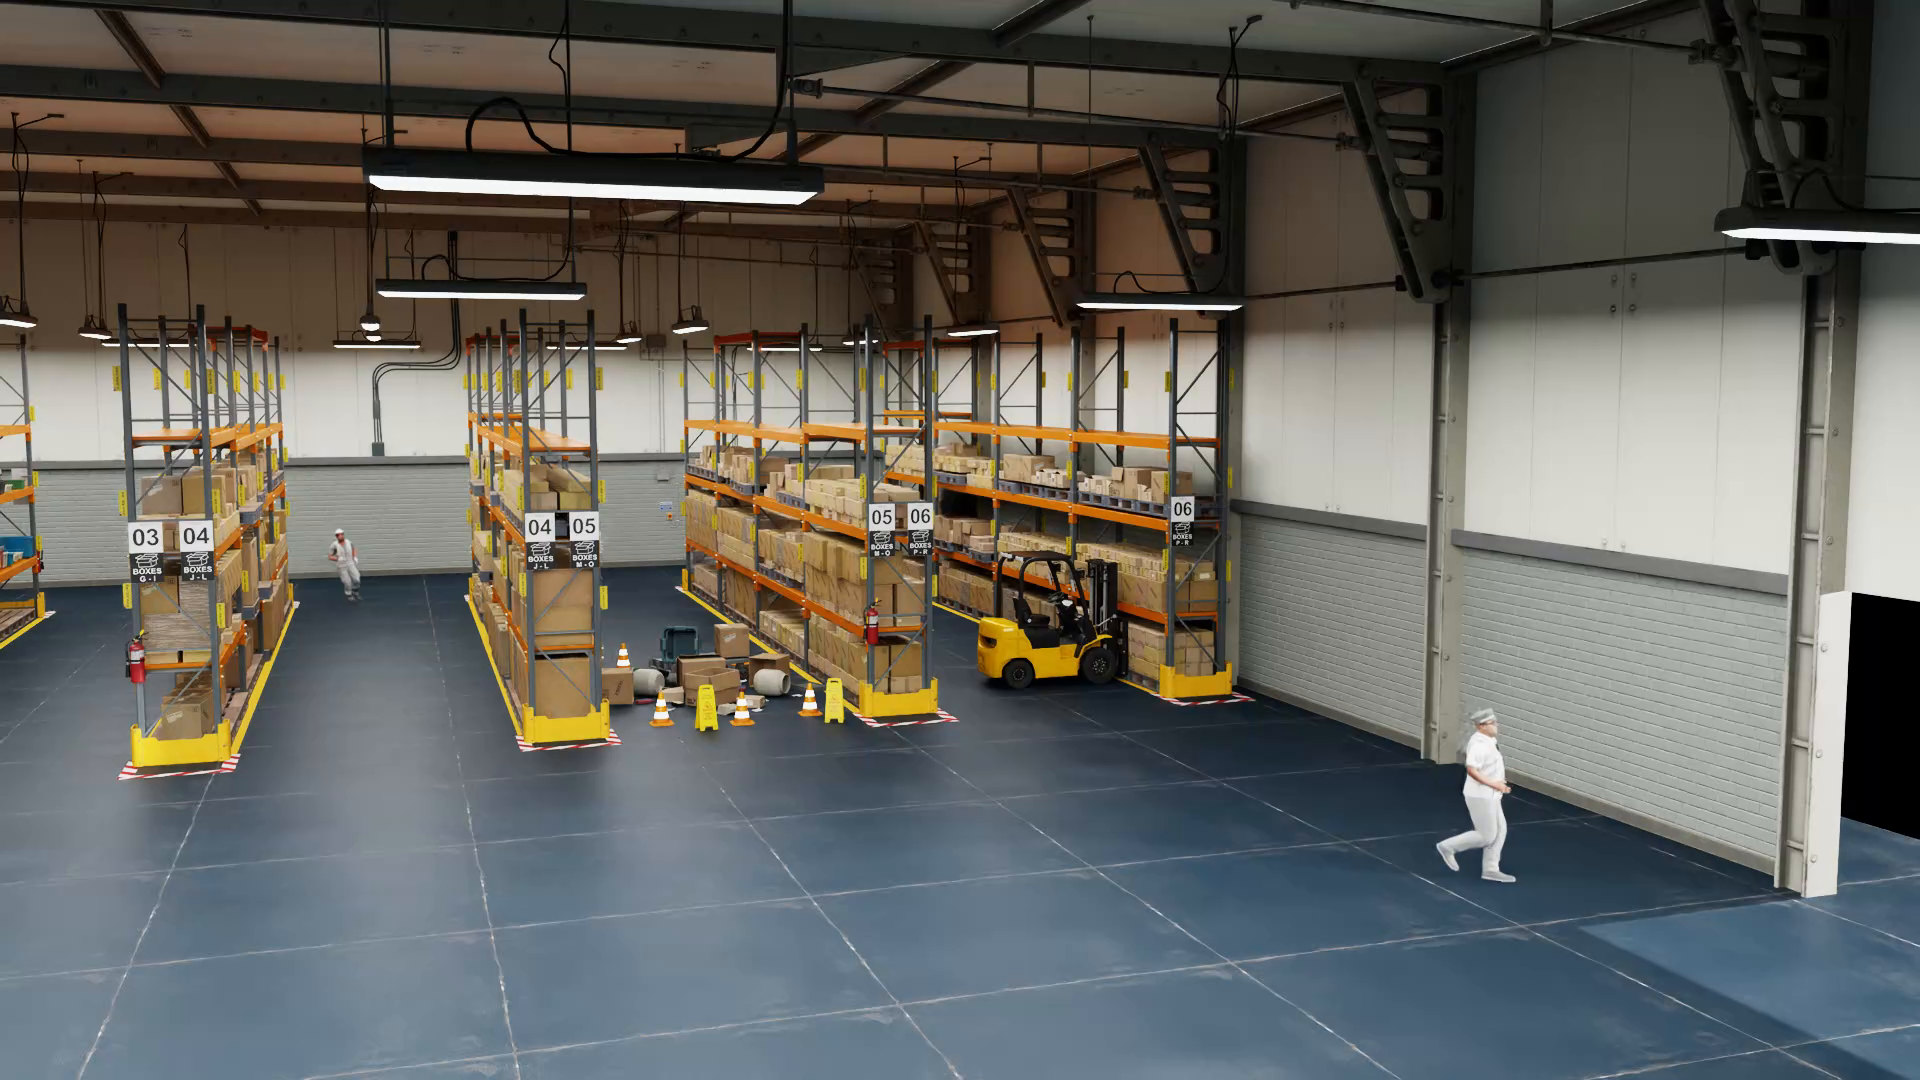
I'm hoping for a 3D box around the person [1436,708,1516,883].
[{"bbox_3d":[5.207,2.543,16.716,0.772,1.755,0.660,2,6,21],"label":"person"}]

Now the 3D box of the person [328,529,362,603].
[{"bbox_3d":[-13.827,0.594,37.391,0.707,1.708,0.580,-4,7,-36],"label":"person"}]

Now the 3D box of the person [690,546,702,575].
[{"bbox_3d":[-6.498,0.234,41.330,0.573,1.708,0.750,-1,6,-10],"label":"person"}]
